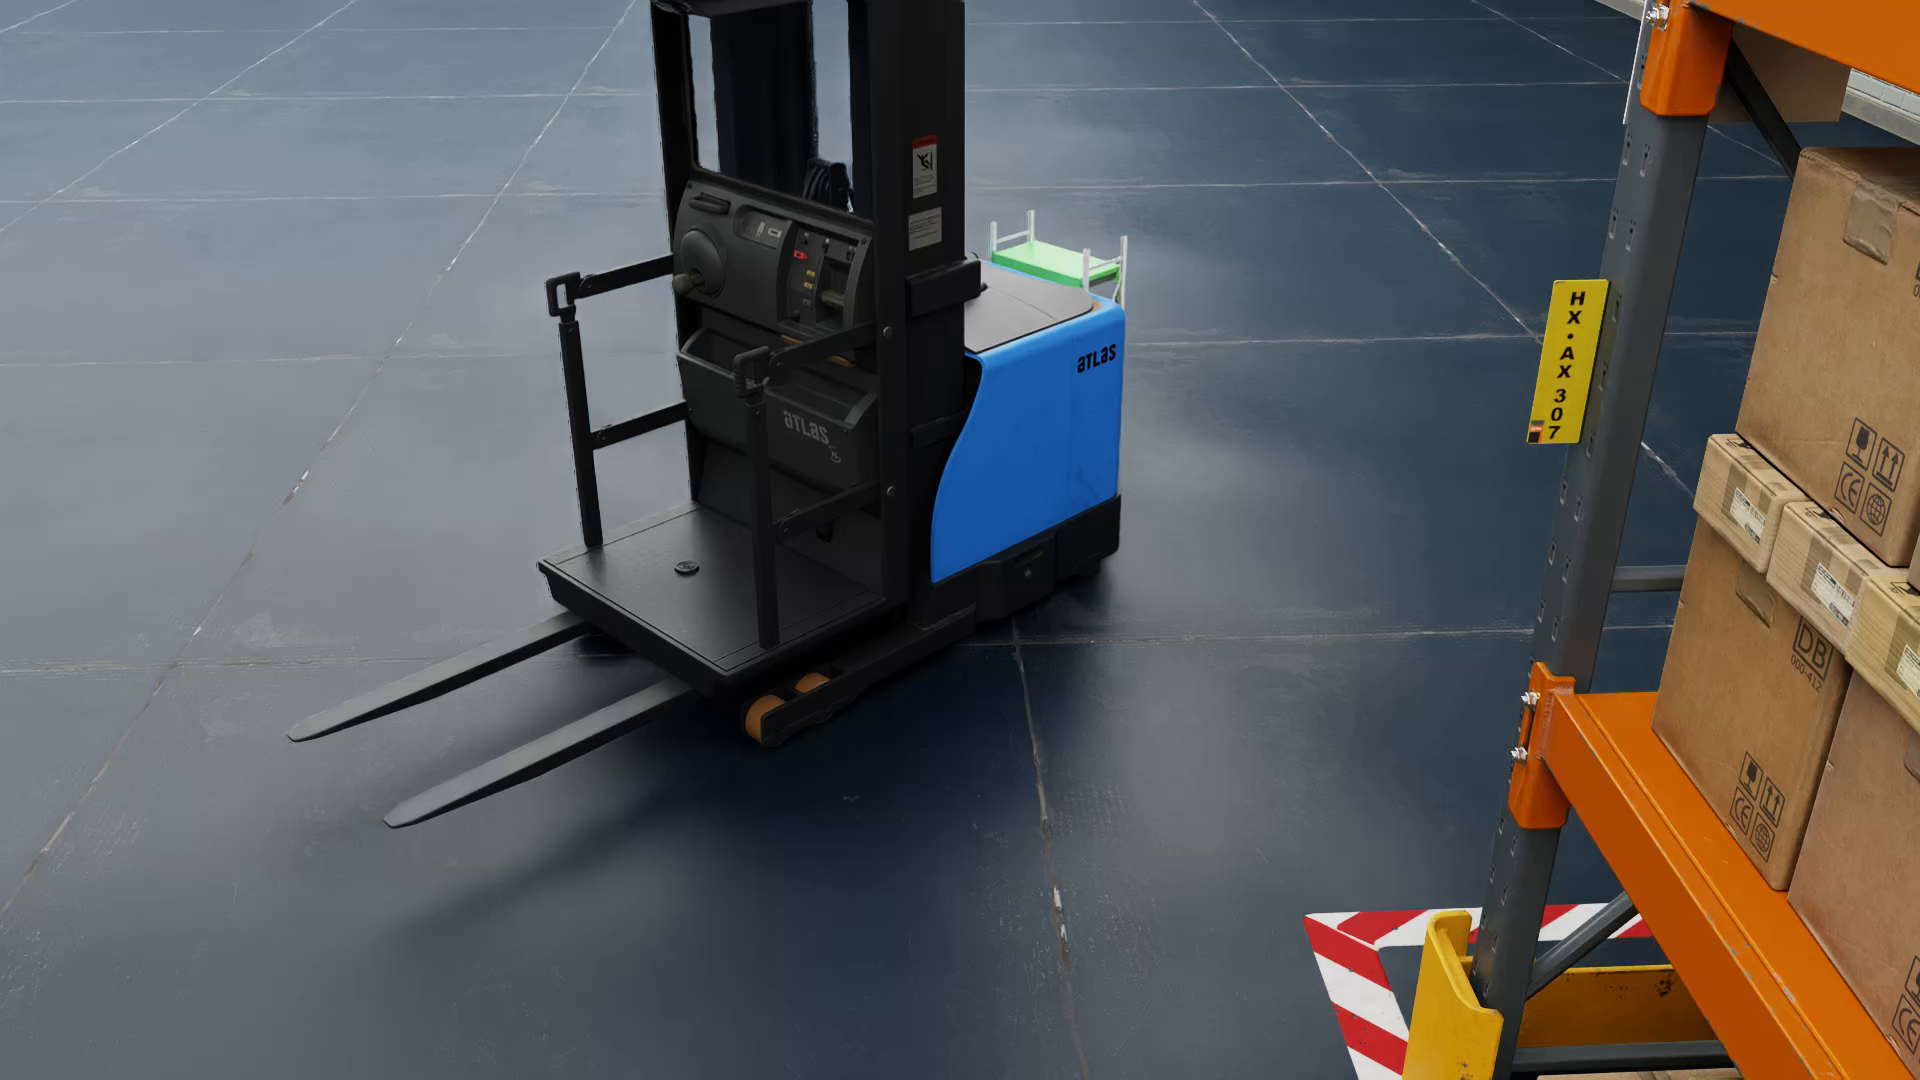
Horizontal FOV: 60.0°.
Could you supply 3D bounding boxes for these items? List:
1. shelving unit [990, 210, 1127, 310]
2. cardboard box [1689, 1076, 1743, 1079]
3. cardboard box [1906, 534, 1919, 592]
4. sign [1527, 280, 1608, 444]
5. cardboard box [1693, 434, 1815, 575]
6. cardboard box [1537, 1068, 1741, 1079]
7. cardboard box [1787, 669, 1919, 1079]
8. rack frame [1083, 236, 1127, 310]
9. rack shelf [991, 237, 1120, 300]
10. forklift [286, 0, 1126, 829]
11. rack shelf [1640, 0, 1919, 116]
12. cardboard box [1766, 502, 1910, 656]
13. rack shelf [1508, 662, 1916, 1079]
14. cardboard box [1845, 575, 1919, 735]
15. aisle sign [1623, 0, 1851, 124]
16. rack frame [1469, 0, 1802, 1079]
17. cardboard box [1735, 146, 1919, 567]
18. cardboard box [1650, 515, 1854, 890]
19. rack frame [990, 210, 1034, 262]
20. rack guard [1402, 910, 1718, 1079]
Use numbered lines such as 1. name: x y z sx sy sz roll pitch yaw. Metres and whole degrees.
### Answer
1. shelving unit: 0.381 -0.677 6.751 0.503 1.200 0.258 25 36 39
2. cardboard box: 1.526 1.262 2.795 0.500 0.500 0.500 -1 28 -3
3. cardboard box: 1.740 -0.059 2.109 0.700 0.500 0.500 -2 28 -4
4. sign: 1.138 -0.331 3.119 0.100 0.325 0.005 -1 28 -3
5. cardboard box: 1.498 -0.068 2.827 0.380 0.149 0.250 -2 28 -3
6. cardboard box: 1.498 1.363 3.411 0.500 0.250 0.500 -1 28 -3
7. cardboard box: 1.736 0.491 2.456 0.700 0.500 0.500 -1 28 -1
8. rack frame: 0.554 -0.597 6.598 0.015 1.200 0.240 25 36 39
9. rack shelf: 0.381 -1.046 6.558 0.480 0.148 0.258 25 36 39
10. forklift: -0.772 -0.891 5.289 1.130 2.935 3.031 25 36 39
11. rack shelf: 1.797 -0.010 1.060 1.077 0.370 4.000 -1 28 -3
12. cardboard box: 1.514 0.054 2.594 0.380 0.149 0.250 -2 28 -4
13. rack shelf: 1.797 1.320 1.753 1.077 0.370 4.000 -1 28 -3
14. cardboard box: 1.526 0.169 2.373 0.380 0.149 0.250 -1 28 -2
15. aisle sign: 1.383 -1.098 2.801 0.394 0.787 0.004 -1 28 -3
16. rack frame: 1.696 0.077 3.358 0.949 2.616 0.053 -1 28 -3
17. cardboard box: 1.707 -0.302 2.574 0.700 0.500 0.500 -1 28 -2
18. cardboard box: 1.704 0.249 2.921 0.700 0.500 0.500 -1 28 -3
19. rack frame: 0.209 -0.757 6.904 0.015 1.200 0.240 25 36 39
20. rack guard: 1.691 1.175 3.957 1.175 0.500 0.348 -1 28 -3
